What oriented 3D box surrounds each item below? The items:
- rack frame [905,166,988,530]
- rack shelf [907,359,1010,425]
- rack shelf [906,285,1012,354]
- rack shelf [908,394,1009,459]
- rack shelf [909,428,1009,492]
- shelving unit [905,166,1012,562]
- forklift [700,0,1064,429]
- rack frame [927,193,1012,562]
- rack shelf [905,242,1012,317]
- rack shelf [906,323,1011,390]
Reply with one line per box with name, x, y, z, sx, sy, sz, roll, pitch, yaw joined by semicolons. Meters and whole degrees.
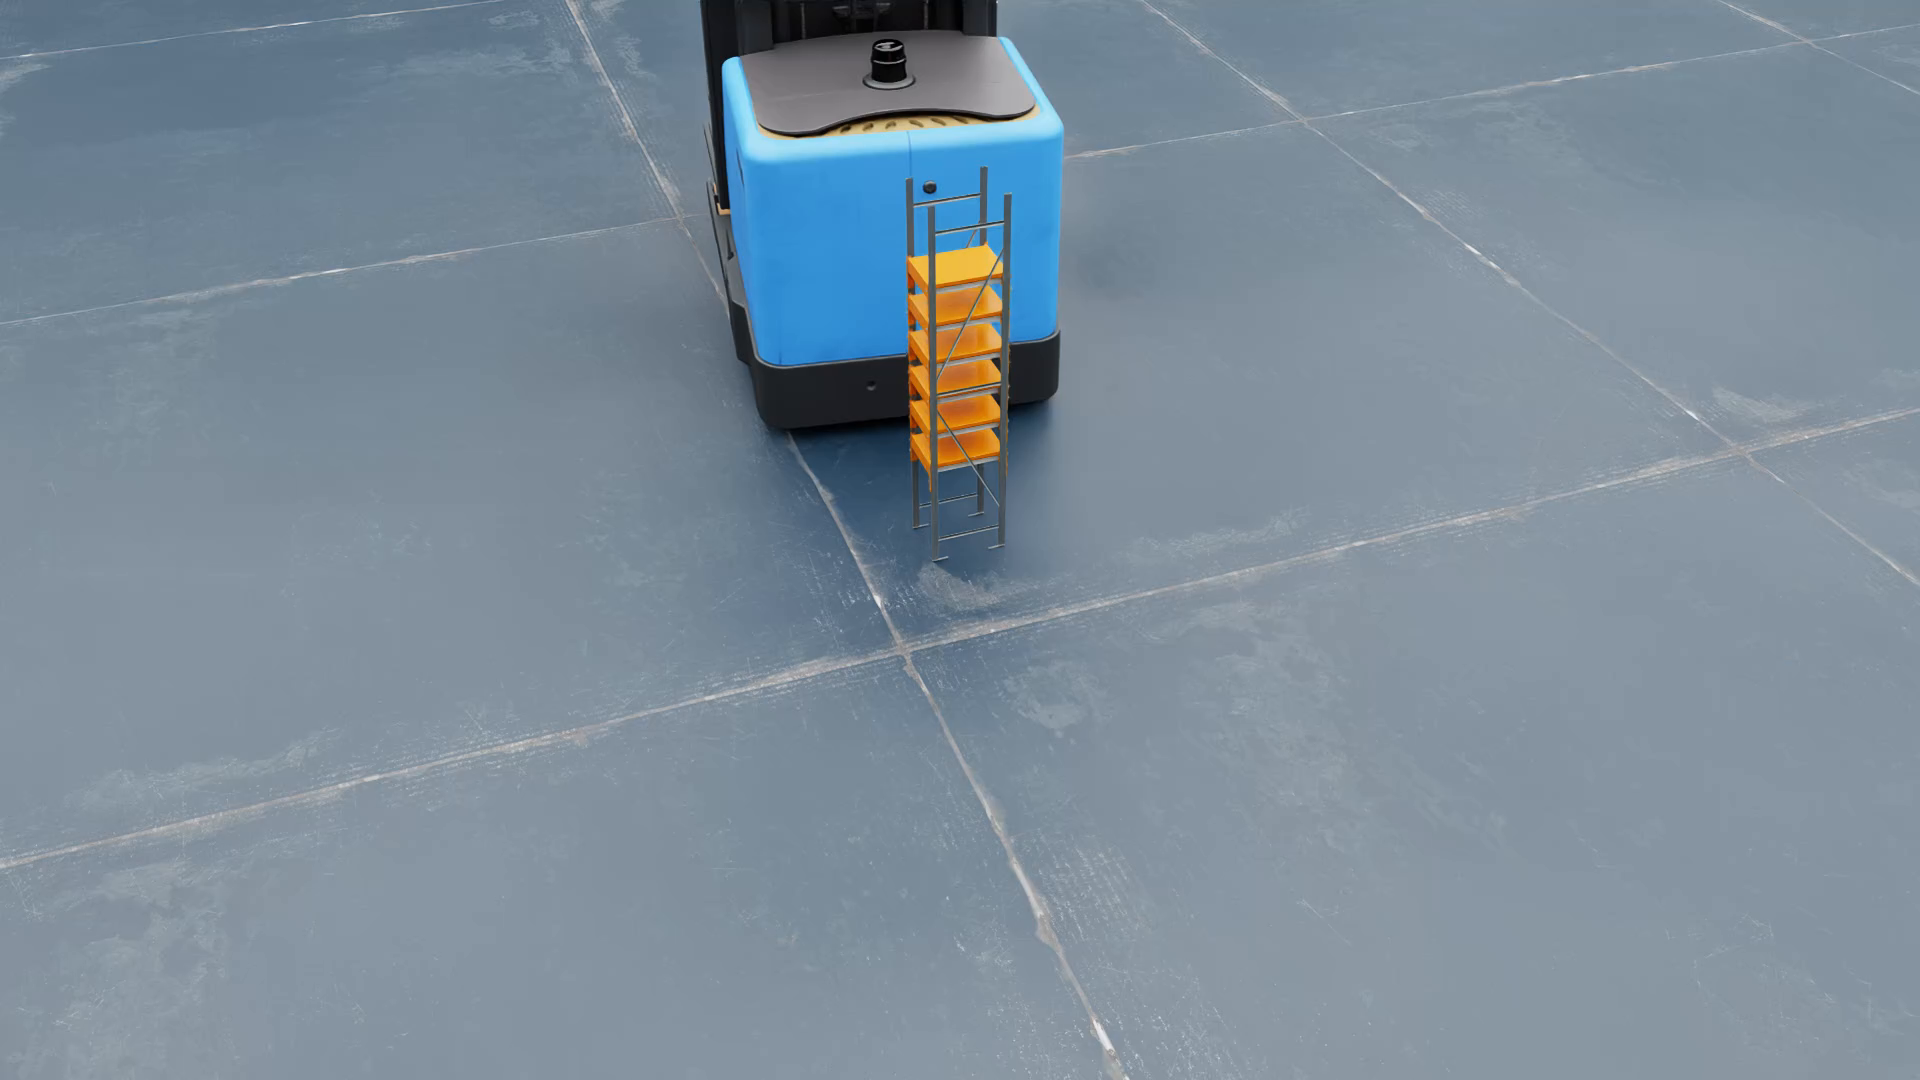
rack frame;-0.036;-0.539;4.968;0.240;1.200;0.006;-12;39;-16
rack shelf;-0.005;-0.452;4.927;0.258;0.103;0.180;-12;39;-16
rack shelf;-0.005;-0.644;4.782;0.258;0.103;0.180;-12;39;-16
rack shelf;-0.005;-0.356;4.999;0.258;0.103;0.180;-12;39;-16
rack shelf;-0.005;-0.260;5.071;0.258;0.103;0.180;-12;39;-16
shelving unit;-0.005;-0.487;4.900;0.258;1.200;0.189;-12;39;-16
forklift;-0.454;-2.433;6.044;1.130;2.935;3.031;-7;38;-9
rack frame;0.026;-0.436;4.831;0.240;1.200;0.006;-12;39;-16
rack shelf;-0.005;-0.739;4.710;0.258;0.103;0.180;-12;39;-16
rack shelf;-0.005;-0.548;4.854;0.258;0.103;0.180;-12;39;-16
